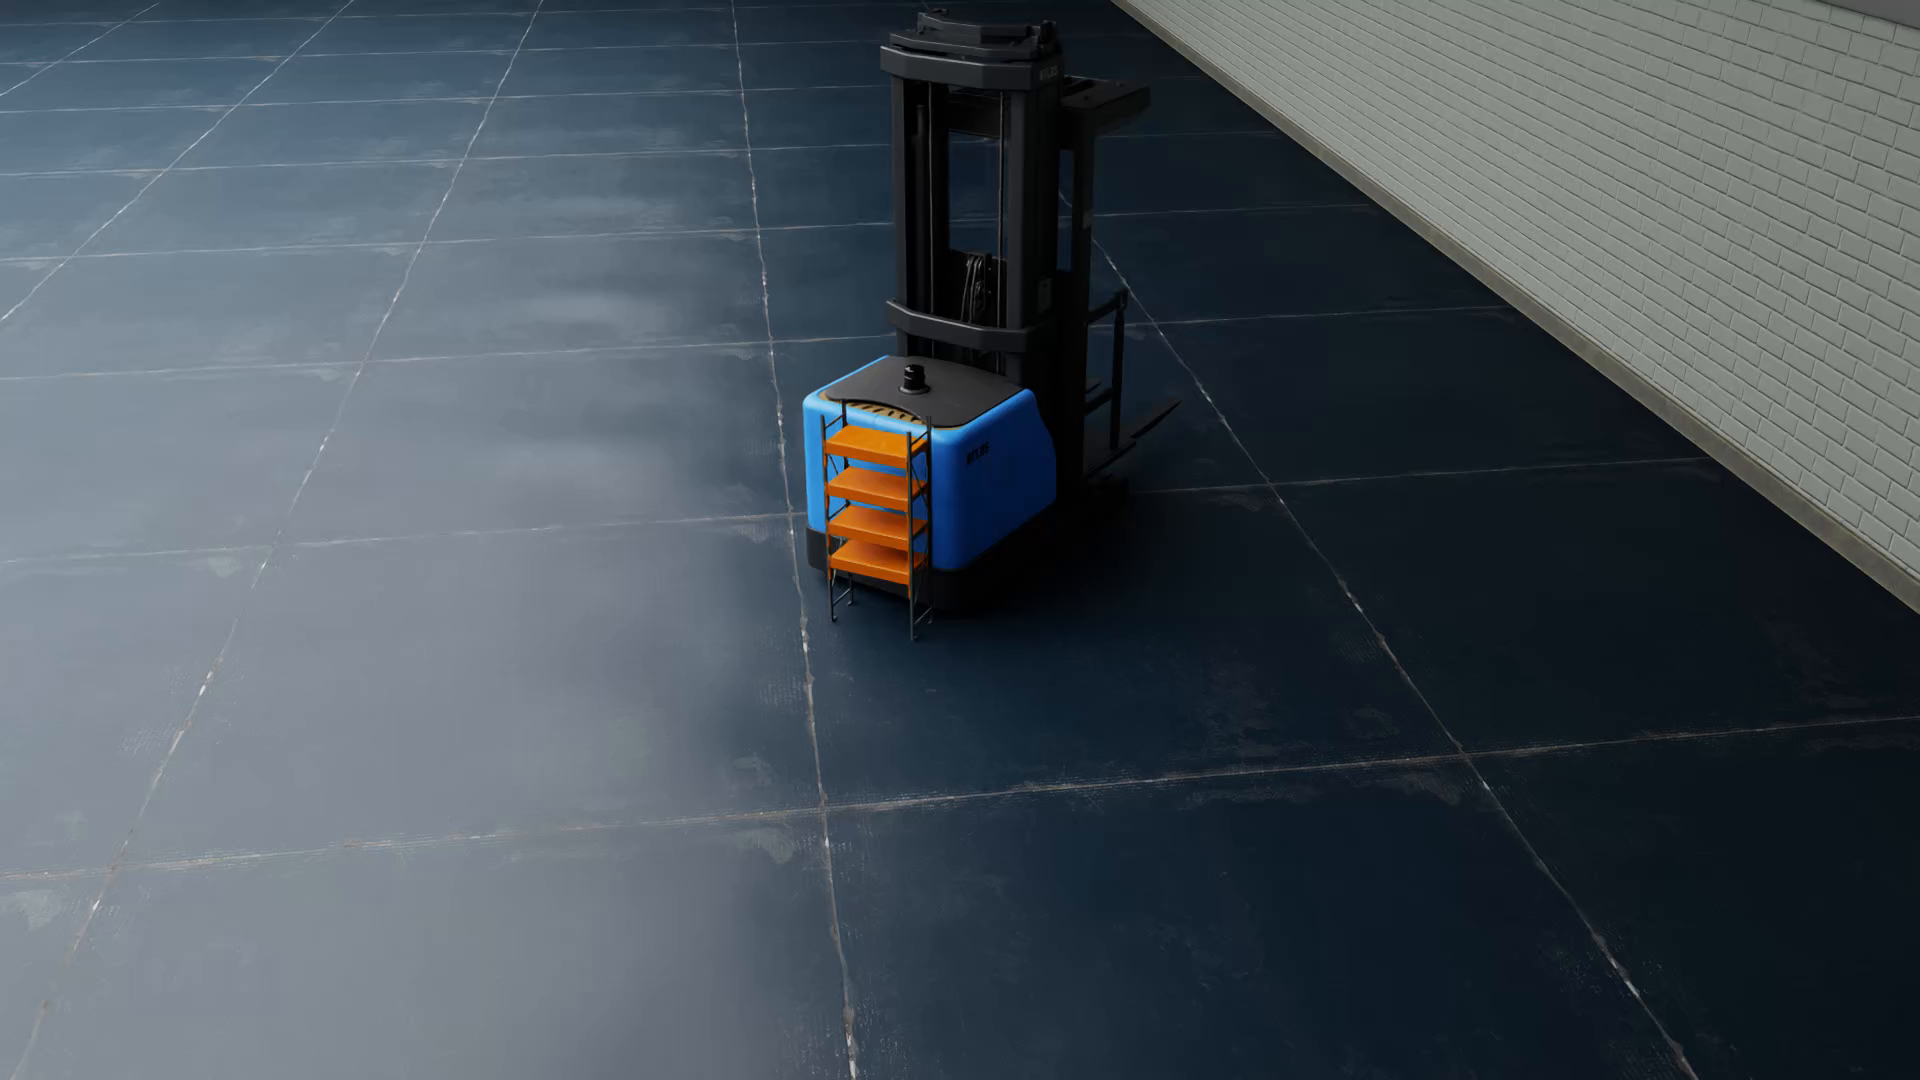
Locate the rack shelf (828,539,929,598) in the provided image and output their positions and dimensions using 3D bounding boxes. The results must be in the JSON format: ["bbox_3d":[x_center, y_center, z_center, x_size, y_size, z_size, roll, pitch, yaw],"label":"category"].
[{"bbox_3d":[-0.421,0.139,8.745,0.480,0.148,0.258,12,30,22],"label":"rack shelf"}]

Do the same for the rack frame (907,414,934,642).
[{"bbox_3d":[-0.201,-0.049,8.529,0.015,1.200,0.240,12,30,22],"label":"rack frame"}]

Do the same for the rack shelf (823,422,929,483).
[{"bbox_3d":[-0.423,-0.446,8.441,0.480,0.148,0.258,12,30,22],"label":"rack shelf"}]

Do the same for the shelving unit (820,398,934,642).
[{"bbox_3d":[-0.422,-0.097,8.623,0.503,1.200,0.258,12,30,22],"label":"shelving unit"}]

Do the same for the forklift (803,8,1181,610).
[{"bbox_3d":[0.370,-1.556,9.571,1.130,2.935,3.031,17,32,29],"label":"forklift"}]

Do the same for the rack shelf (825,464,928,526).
[{"bbox_3d":[-0.422,-0.236,8.550,0.480,0.148,0.258,12,30,22],"label":"rack shelf"}]

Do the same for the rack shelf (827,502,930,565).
[{"bbox_3d":[-0.422,-0.037,8.654,0.480,0.148,0.258,12,30,22],"label":"rack shelf"}]

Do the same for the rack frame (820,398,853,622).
[{"bbox_3d":[-0.642,-0.145,8.716,0.015,1.200,0.240,12,30,22],"label":"rack frame"}]
